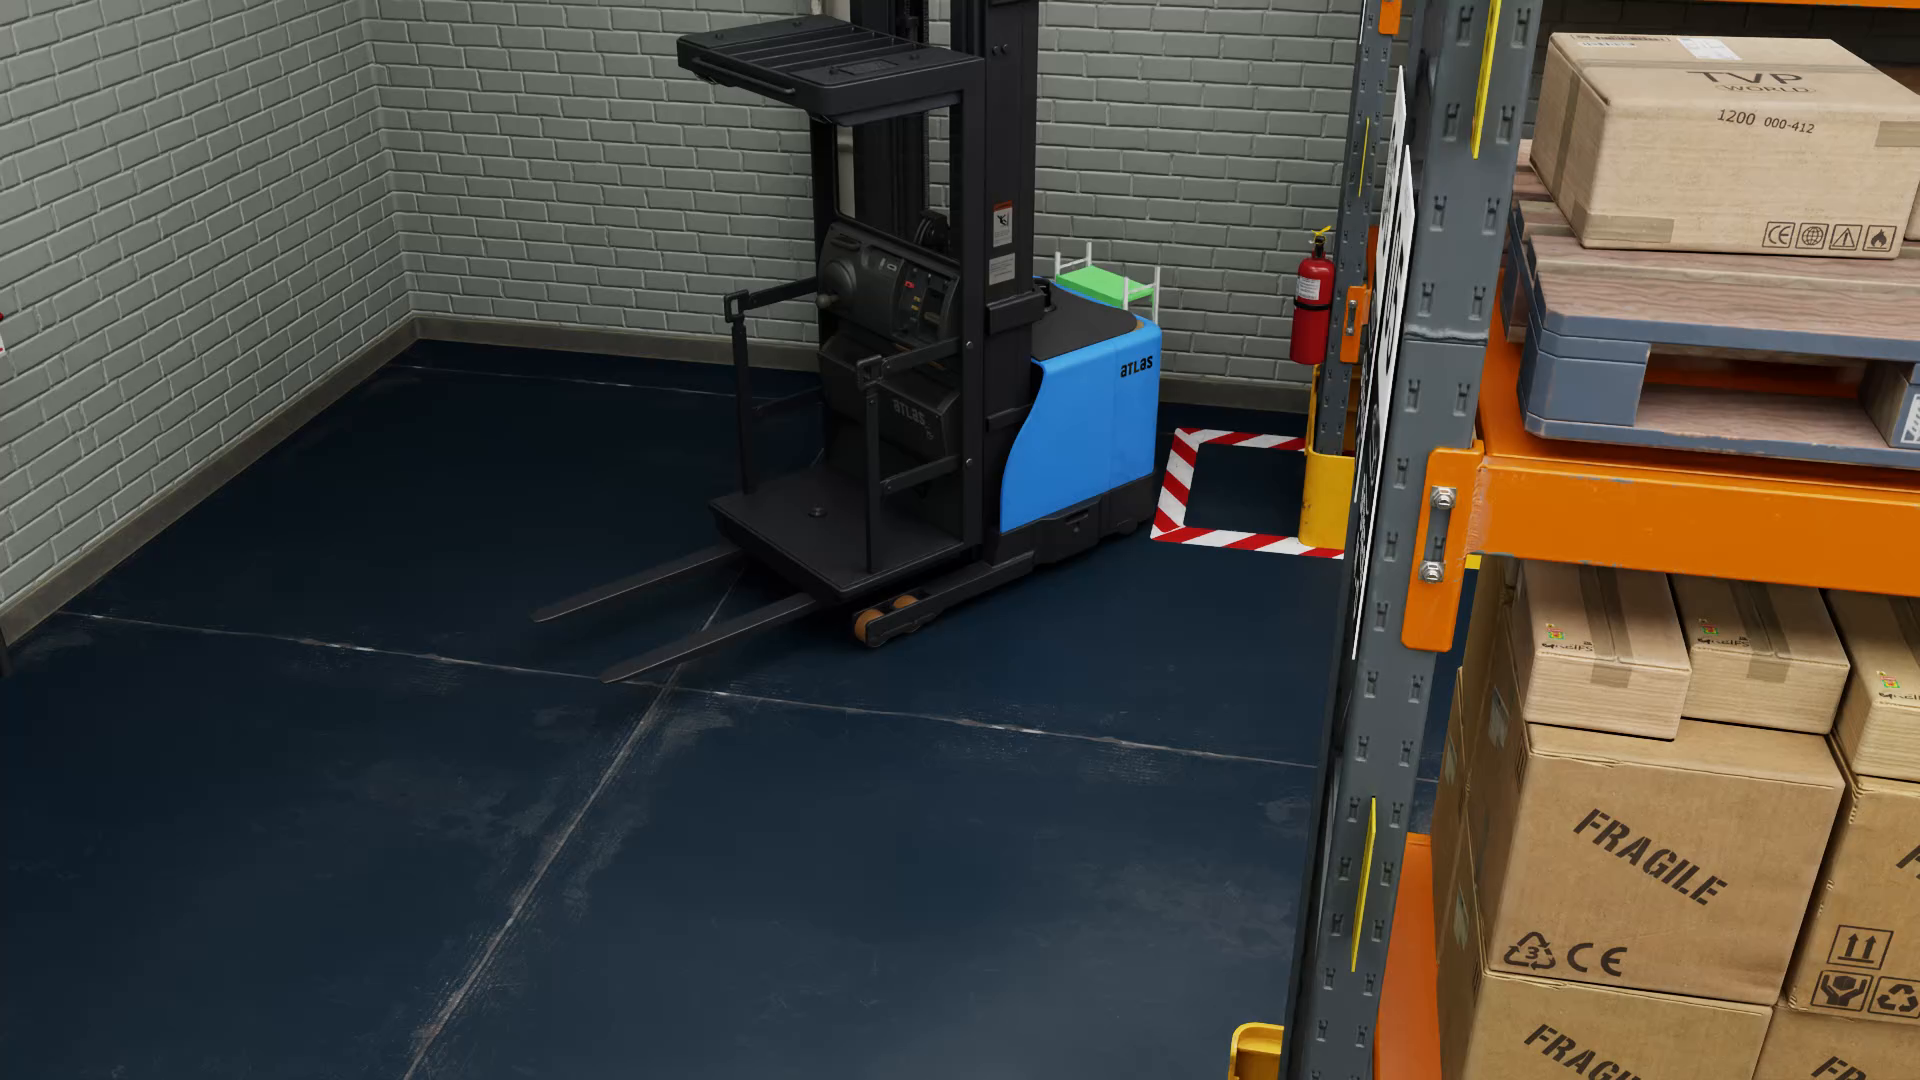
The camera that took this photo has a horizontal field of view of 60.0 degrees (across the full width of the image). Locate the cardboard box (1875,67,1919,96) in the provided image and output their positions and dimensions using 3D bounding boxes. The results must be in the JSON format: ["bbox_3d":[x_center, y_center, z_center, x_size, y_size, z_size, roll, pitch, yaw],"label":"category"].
[{"bbox_3d":[4.394,-1.819,7.515,0.500,0.500,0.500,5,29,9],"label":"cardboard box"}]

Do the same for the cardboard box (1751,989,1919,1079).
[{"bbox_3d":[1.760,0.956,3.277,0.500,0.500,0.500,5,29,10],"label":"cardboard box"}]

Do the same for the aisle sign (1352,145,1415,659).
[{"bbox_3d":[0.719,-0.233,2.844,0.004,0.787,0.394,6,29,11],"label":"aisle sign"}]

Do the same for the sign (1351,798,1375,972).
[{"bbox_3d":[0.728,0.624,3.002,0.005,0.325,0.100,6,29,11],"label":"sign"}]

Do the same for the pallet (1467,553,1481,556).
[{"bbox_3d":[2.737,-0.242,8.473,1.213,0.211,1.003,6,29,11],"label":"pallet"}]

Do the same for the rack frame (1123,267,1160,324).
[{"bbox_3d":[0.897,-0.786,8.432,0.240,1.200,0.015,-23,36,-34],"label":"rack frame"}]

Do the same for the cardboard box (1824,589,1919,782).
[{"bbox_3d":[1.640,0.250,2.849,0.250,0.149,0.380,7,29,12],"label":"cardboard box"}]

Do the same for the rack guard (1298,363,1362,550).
[{"bbox_3d":[1.957,-0.449,8.549,0.348,0.500,1.175,6,29,11],"label":"rack guard"}]

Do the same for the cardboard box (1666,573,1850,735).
[{"bbox_3d":[1.410,0.170,2.995,0.250,0.149,0.380,7,29,12],"label":"cardboard box"}]

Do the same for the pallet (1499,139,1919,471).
[{"bbox_3d":[1.577,-0.429,2.878,1.213,0.211,1.003,6,29,11],"label":"pallet"}]

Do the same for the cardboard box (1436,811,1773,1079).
[{"bbox_3d":[1.259,0.918,3.346,0.500,0.500,0.500,6,29,10],"label":"cardboard box"}]

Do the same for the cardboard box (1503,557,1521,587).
[{"bbox_3d":[1.242,-0.046,3.390,0.250,0.149,0.380,6,29,11],"label":"cardboard box"}]

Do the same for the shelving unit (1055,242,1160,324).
[{"bbox_3d":[0.741,-0.876,8.596,0.258,1.200,0.503,-23,36,-34],"label":"shelving unit"}]

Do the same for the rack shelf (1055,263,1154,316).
[{"bbox_3d":[0.737,-1.239,8.394,0.258,0.148,0.480,-23,36,-34],"label":"rack shelf"}]

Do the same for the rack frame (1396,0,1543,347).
[{"bbox_3d":[0.850,-1.853,2.263,0.127,3.000,1.000,6,29,11],"label":"rack frame"}]

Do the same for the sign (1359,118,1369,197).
[{"bbox_3d":[1.769,-1.678,7.289,0.005,0.325,0.100,6,29,11],"label":"sign"}]

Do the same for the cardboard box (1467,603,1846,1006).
[{"bbox_3d":[1.260,0.478,3.107,0.500,0.500,0.500,5,29,9],"label":"cardboard box"}]

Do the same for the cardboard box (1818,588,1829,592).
[{"bbox_3d":[1.766,-0.046,3.389,0.250,0.149,0.380,6,29,10],"label":"cardboard box"}]

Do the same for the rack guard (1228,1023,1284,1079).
[{"bbox_3d":[0.826,1.873,4.309,0.348,0.500,1.175,6,29,11],"label":"rack guard"}]

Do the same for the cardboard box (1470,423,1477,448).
[{"bbox_3d":[2.461,-0.536,8.268,0.637,0.503,0.797,5,29,9],"label":"cardboard box"}]

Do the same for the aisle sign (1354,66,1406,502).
[{"bbox_3d":[0.844,-0.514,3.359,0.004,0.787,0.394,6,29,11],"label":"aisle sign"}]

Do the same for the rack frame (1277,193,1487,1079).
[{"bbox_3d":[0.850,0.779,3.704,0.127,3.000,1.000,6,29,11],"label":"rack frame"}]

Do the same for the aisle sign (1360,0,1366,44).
[{"bbox_3d":[1.755,-2.562,7.099,0.004,0.787,0.394,6,29,11],"label":"aisle sign"}]

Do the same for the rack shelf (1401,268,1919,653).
[{"bbox_3d":[2.806,-0.021,2.790,4.000,0.370,1.077,6,29,11],"label":"rack shelf"}]

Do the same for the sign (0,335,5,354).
[{"bbox_3d":[-4.188,-0.959,6.976,0.001,0.494,0.329,6,29,11],"label":"sign"}]

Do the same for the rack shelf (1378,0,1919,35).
[{"bbox_3d":[3.838,-2.352,7.049,4.000,0.370,1.077,6,29,11],"label":"rack shelf"}]

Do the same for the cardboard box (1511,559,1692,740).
[{"bbox_3d":[1.139,0.177,2.981,0.250,0.149,0.380,6,29,12],"label":"cardboard box"}]

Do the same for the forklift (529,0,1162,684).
[{"bbox_3d":[-0.483,-1.095,7.198,3.031,2.935,1.130,-22,35,-34],"label":"forklift"}]

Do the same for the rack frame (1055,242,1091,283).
[{"bbox_3d":[0.584,-0.966,8.761,0.240,1.200,0.015,-23,36,-34],"label":"rack frame"}]

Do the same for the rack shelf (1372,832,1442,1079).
[{"bbox_3d":[2.806,1.295,3.510,4.000,0.370,1.077,6,29,11],"label":"rack shelf"}]

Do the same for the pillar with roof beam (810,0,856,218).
[{"bbox_3d":[-1.465,-2.856,4.096,0.400,9.000,9.100,6,29,11],"label":"pillar with roof beam"}]

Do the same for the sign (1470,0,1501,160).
[{"bbox_3d":[0.728,-0.695,2.280,0.005,0.325,0.100,6,29,11],"label":"sign"}]

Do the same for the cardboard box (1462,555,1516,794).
[{"bbox_3d":[1.371,0.233,3.556,0.500,0.500,0.500,7,29,12],"label":"cardboard box"}]

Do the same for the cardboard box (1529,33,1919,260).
[{"bbox_3d":[1.309,-0.696,2.890,0.500,0.250,0.500,3,29,6],"label":"cardboard box"}]

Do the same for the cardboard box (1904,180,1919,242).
[{"bbox_3d":[1.735,-0.647,2.906,0.250,0.149,0.380,4,29,7],"label":"cardboard box"}]

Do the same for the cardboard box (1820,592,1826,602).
[{"bbox_3d":[1.888,0.272,3.485,0.500,0.500,0.500,6,29,11],"label":"cardboard box"}]

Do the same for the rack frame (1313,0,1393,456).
[{"bbox_3d":[1.883,-1.553,7.962,0.127,3.000,1.000,6,29,11],"label":"rack frame"}]

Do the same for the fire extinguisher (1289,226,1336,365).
[{"bbox_3d":[1.642,-1.153,7.701,0.183,0.674,0.296,6,29,11],"label":"fire extinguisher"}]

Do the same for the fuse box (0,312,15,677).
[{"bbox_3d":[-4.088,-0.182,6.801,0.414,1.711,0.539,6,29,11],"label":"fuse box"}]

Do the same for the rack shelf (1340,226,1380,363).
[{"bbox_3d":[3.838,-1.037,7.769,4.000,0.370,1.077,6,29,11],"label":"rack shelf"}]

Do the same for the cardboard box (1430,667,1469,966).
[{"bbox_3d":[1.377,0.659,3.819,0.500,0.500,0.500,6,29,11],"label":"cardboard box"}]

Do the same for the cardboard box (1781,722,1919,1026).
[{"bbox_3d":[1.766,0.527,3.019,0.500,0.500,0.500,5,29,9],"label":"cardboard box"}]
